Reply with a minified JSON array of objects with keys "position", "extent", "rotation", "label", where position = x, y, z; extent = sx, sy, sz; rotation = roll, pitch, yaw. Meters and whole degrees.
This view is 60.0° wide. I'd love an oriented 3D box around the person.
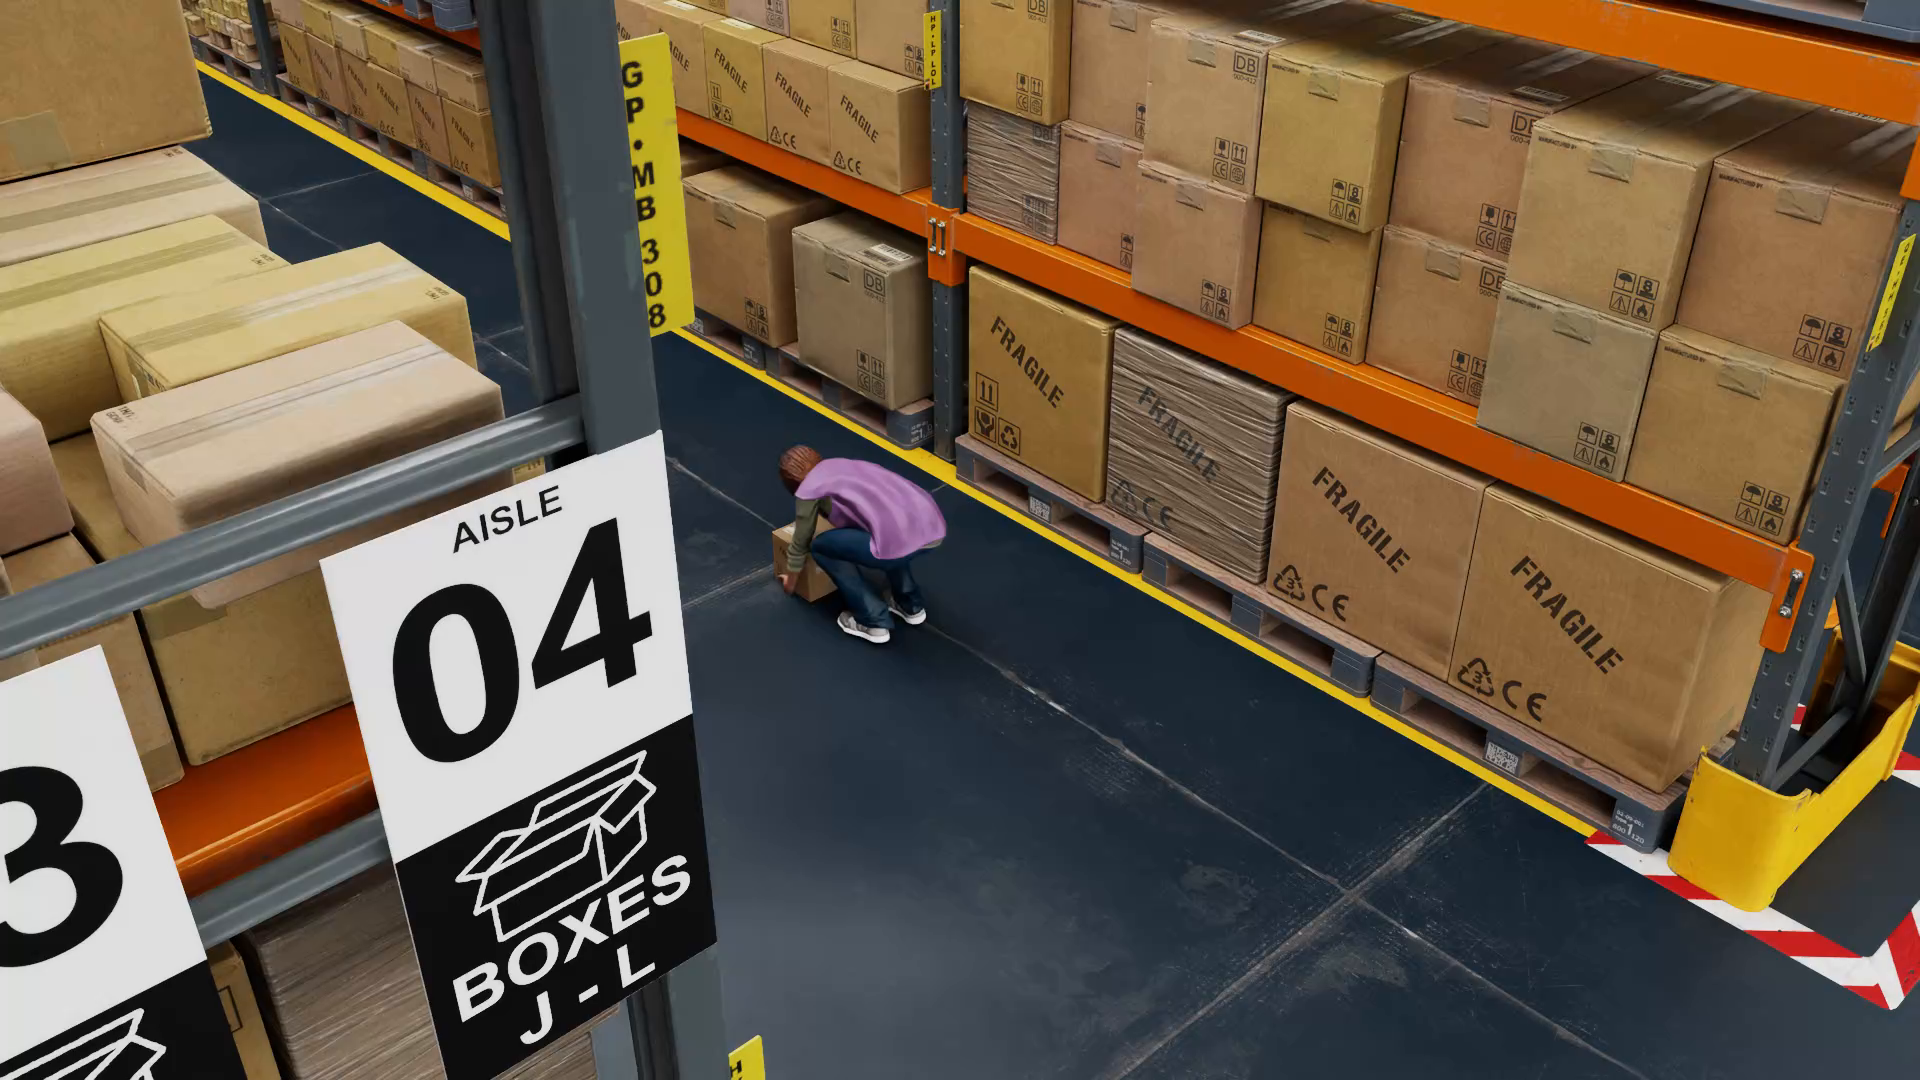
[{"position":[-0.429,0.008,6.987],"extent":[0.421,0.738,0.872],"rotation":[-27,41,-36],"label":"person"}]
